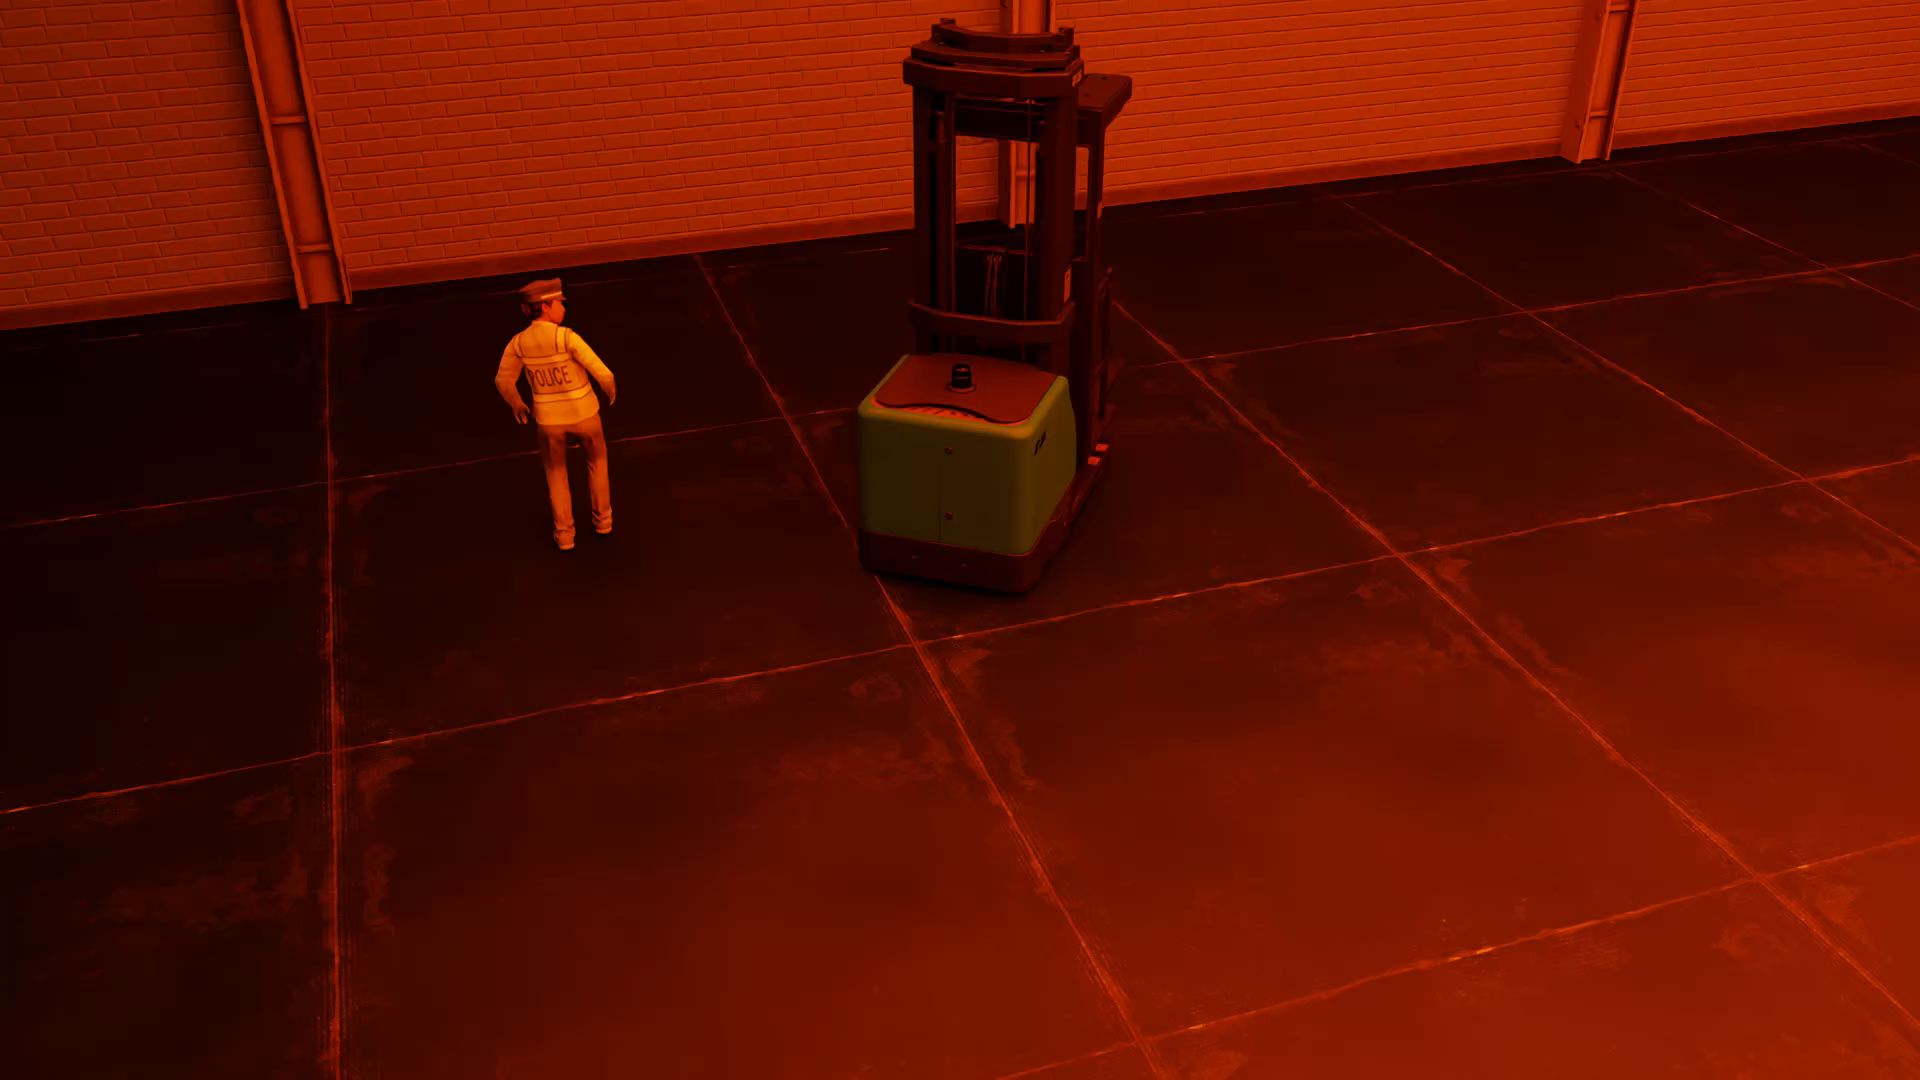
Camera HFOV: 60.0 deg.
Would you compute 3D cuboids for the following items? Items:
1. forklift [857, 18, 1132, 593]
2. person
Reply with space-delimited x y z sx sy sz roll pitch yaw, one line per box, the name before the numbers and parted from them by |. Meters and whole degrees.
forklift | 0.361 -1.696 10.034 1.130 2.935 3.031 9 31 16
person | -2.321 -0.737 9.681 0.697 1.639 0.476 -1 30 -2
